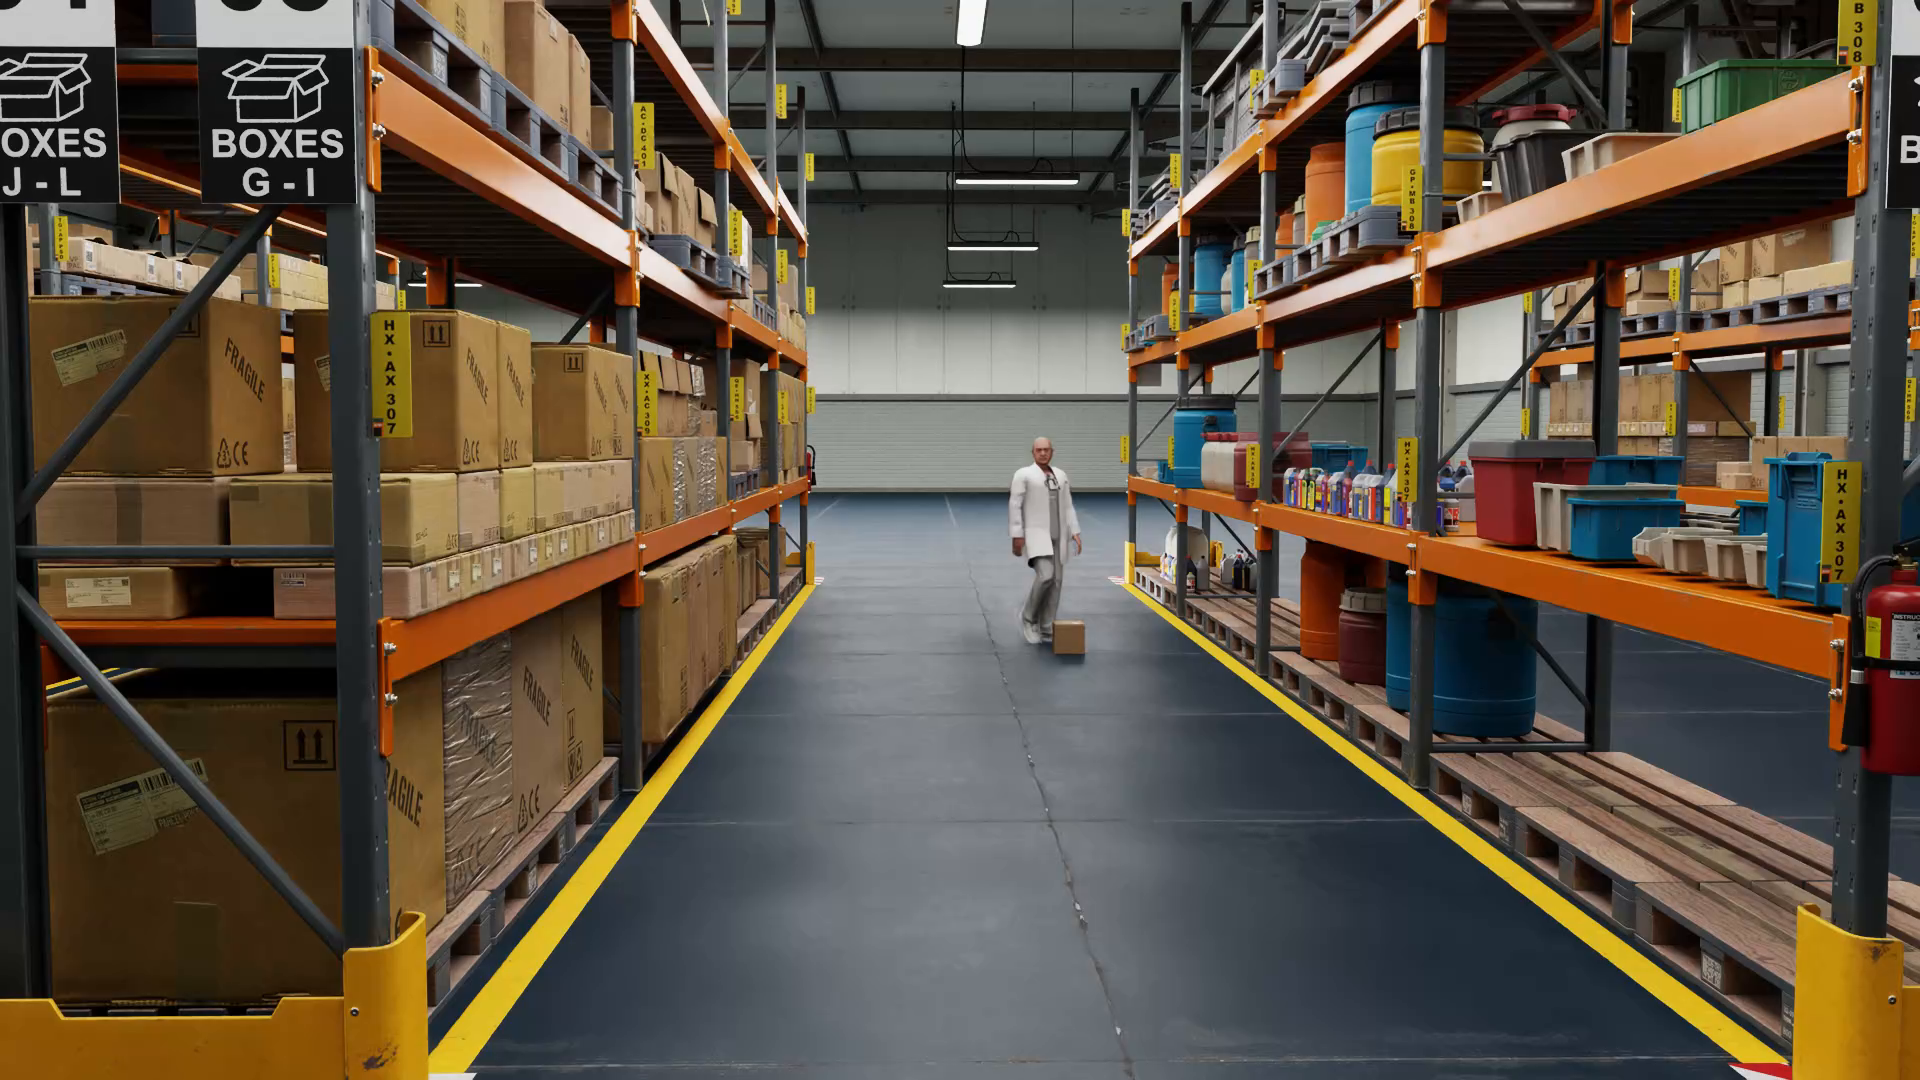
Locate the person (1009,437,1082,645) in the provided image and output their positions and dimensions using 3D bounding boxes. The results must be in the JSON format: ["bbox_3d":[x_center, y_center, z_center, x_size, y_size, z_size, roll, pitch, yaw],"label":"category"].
[{"bbox_3d":[0.773,0.006,14.459,0.595,1.801,0.457,-3,5,-37],"label":"person"}]
